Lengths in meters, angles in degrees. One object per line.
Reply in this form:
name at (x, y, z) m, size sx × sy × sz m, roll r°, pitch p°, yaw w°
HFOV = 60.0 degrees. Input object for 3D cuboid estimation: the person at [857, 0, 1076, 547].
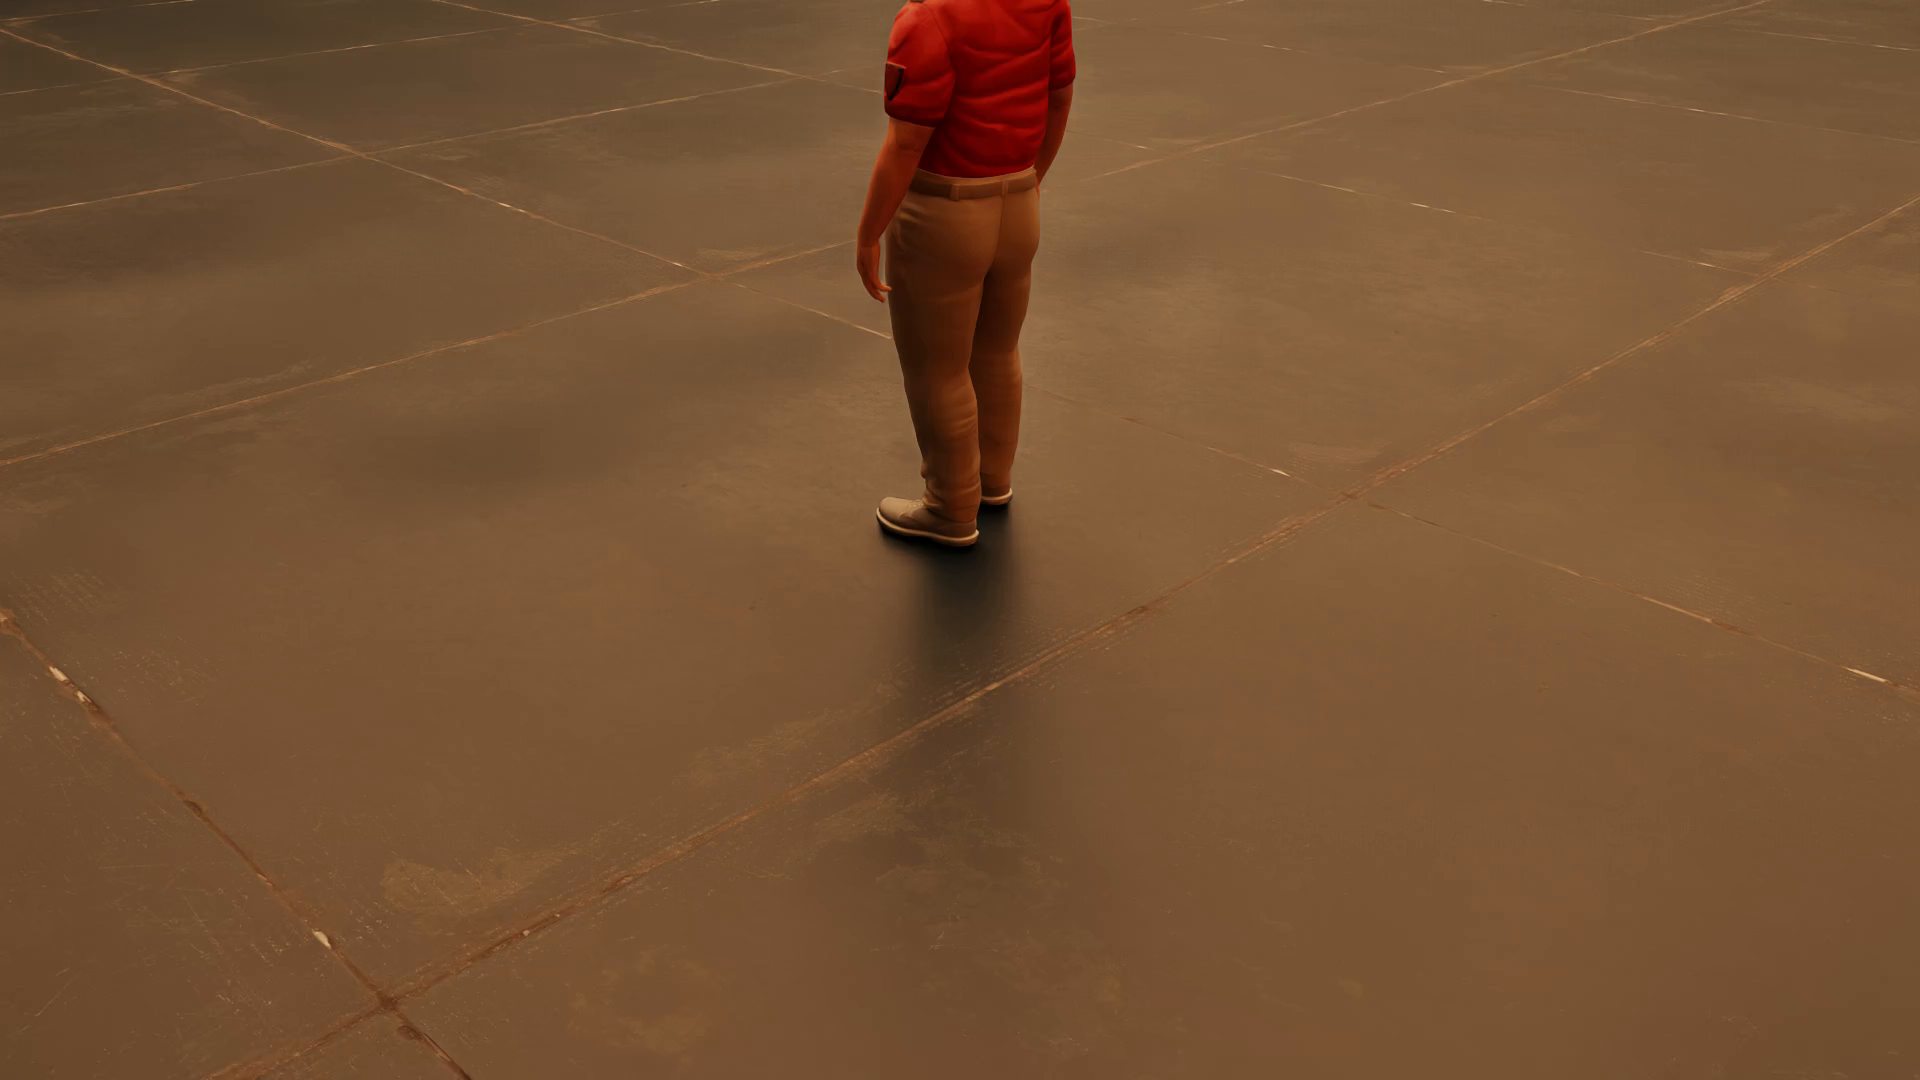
person at (-0.055, -0.815, 4.223) m, size 0.641 × 1.727 × 0.550 m, roll -24°, pitch 35°, yaw -39°
